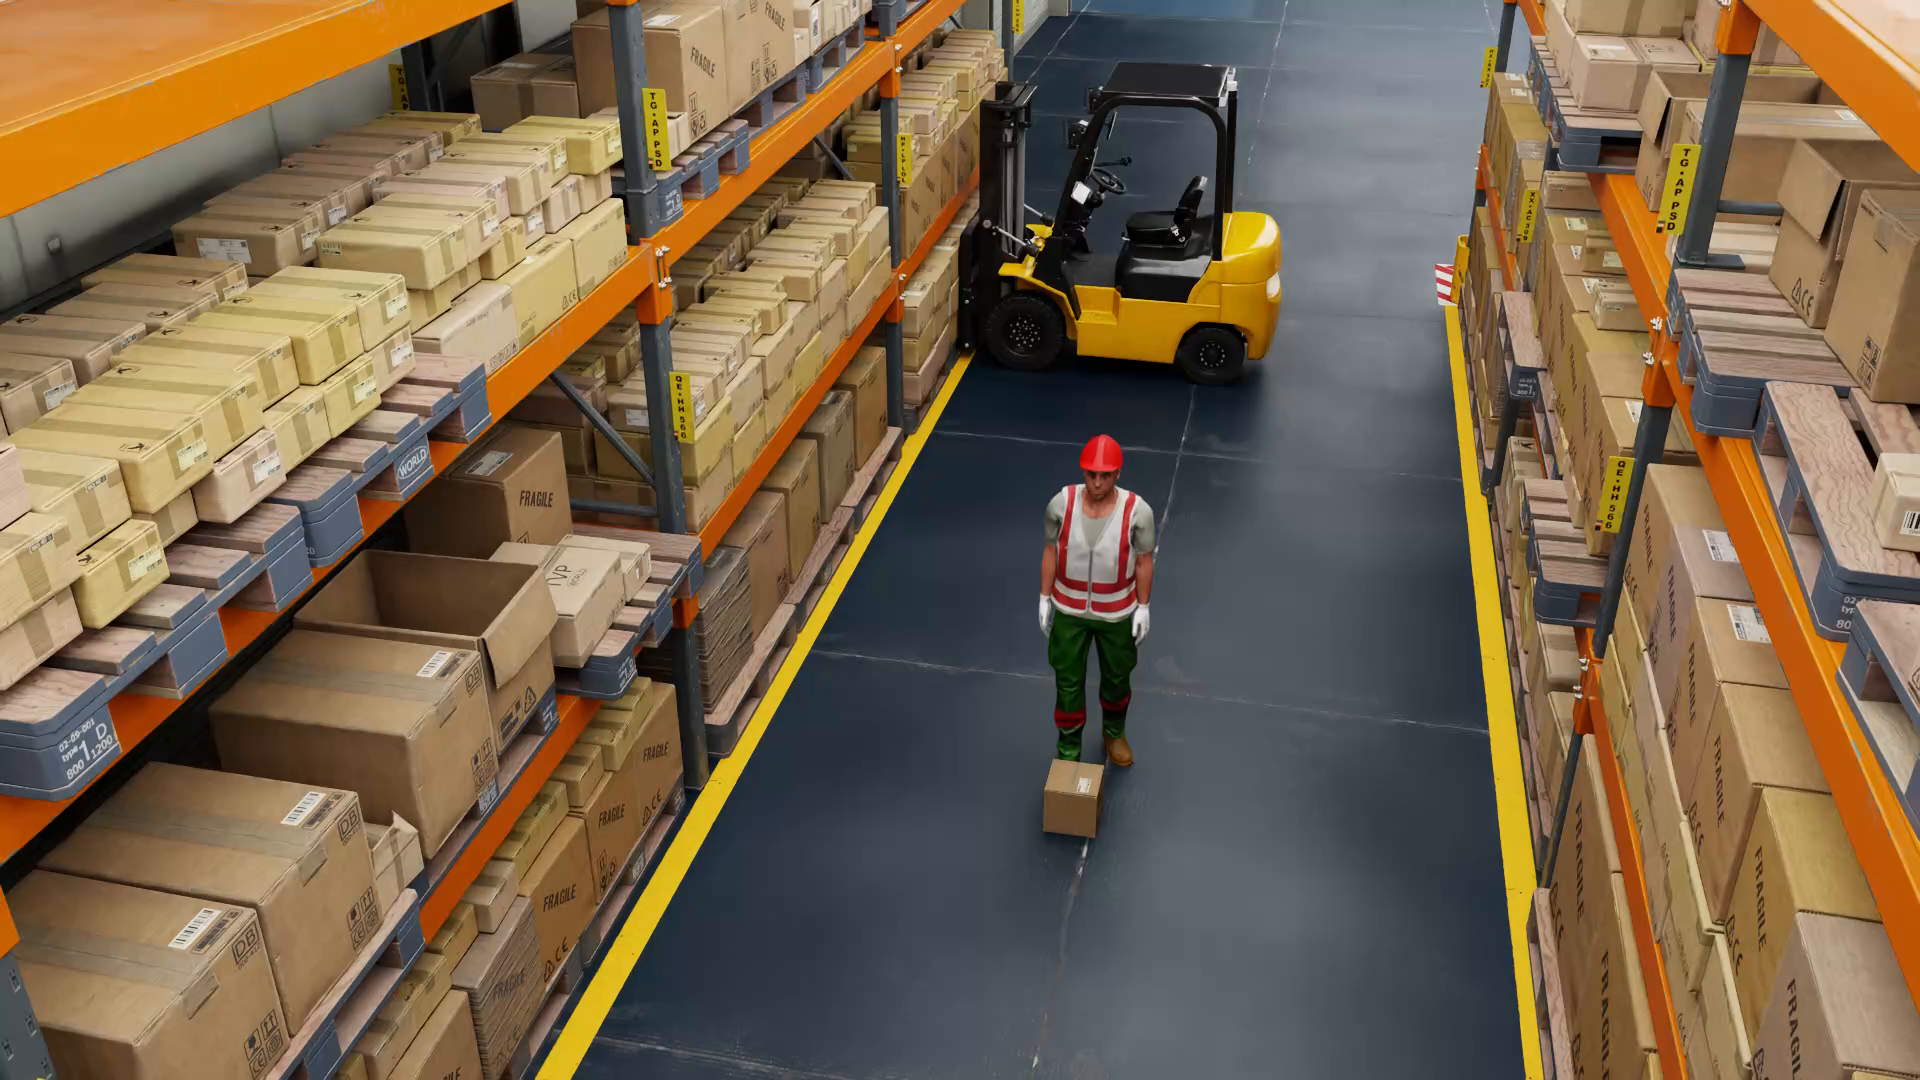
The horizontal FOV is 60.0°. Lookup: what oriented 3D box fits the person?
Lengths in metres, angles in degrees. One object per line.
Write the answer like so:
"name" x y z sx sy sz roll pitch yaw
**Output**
"person" 0.638 0.354 7.954 0.538 1.812 0.598 6 29 11
